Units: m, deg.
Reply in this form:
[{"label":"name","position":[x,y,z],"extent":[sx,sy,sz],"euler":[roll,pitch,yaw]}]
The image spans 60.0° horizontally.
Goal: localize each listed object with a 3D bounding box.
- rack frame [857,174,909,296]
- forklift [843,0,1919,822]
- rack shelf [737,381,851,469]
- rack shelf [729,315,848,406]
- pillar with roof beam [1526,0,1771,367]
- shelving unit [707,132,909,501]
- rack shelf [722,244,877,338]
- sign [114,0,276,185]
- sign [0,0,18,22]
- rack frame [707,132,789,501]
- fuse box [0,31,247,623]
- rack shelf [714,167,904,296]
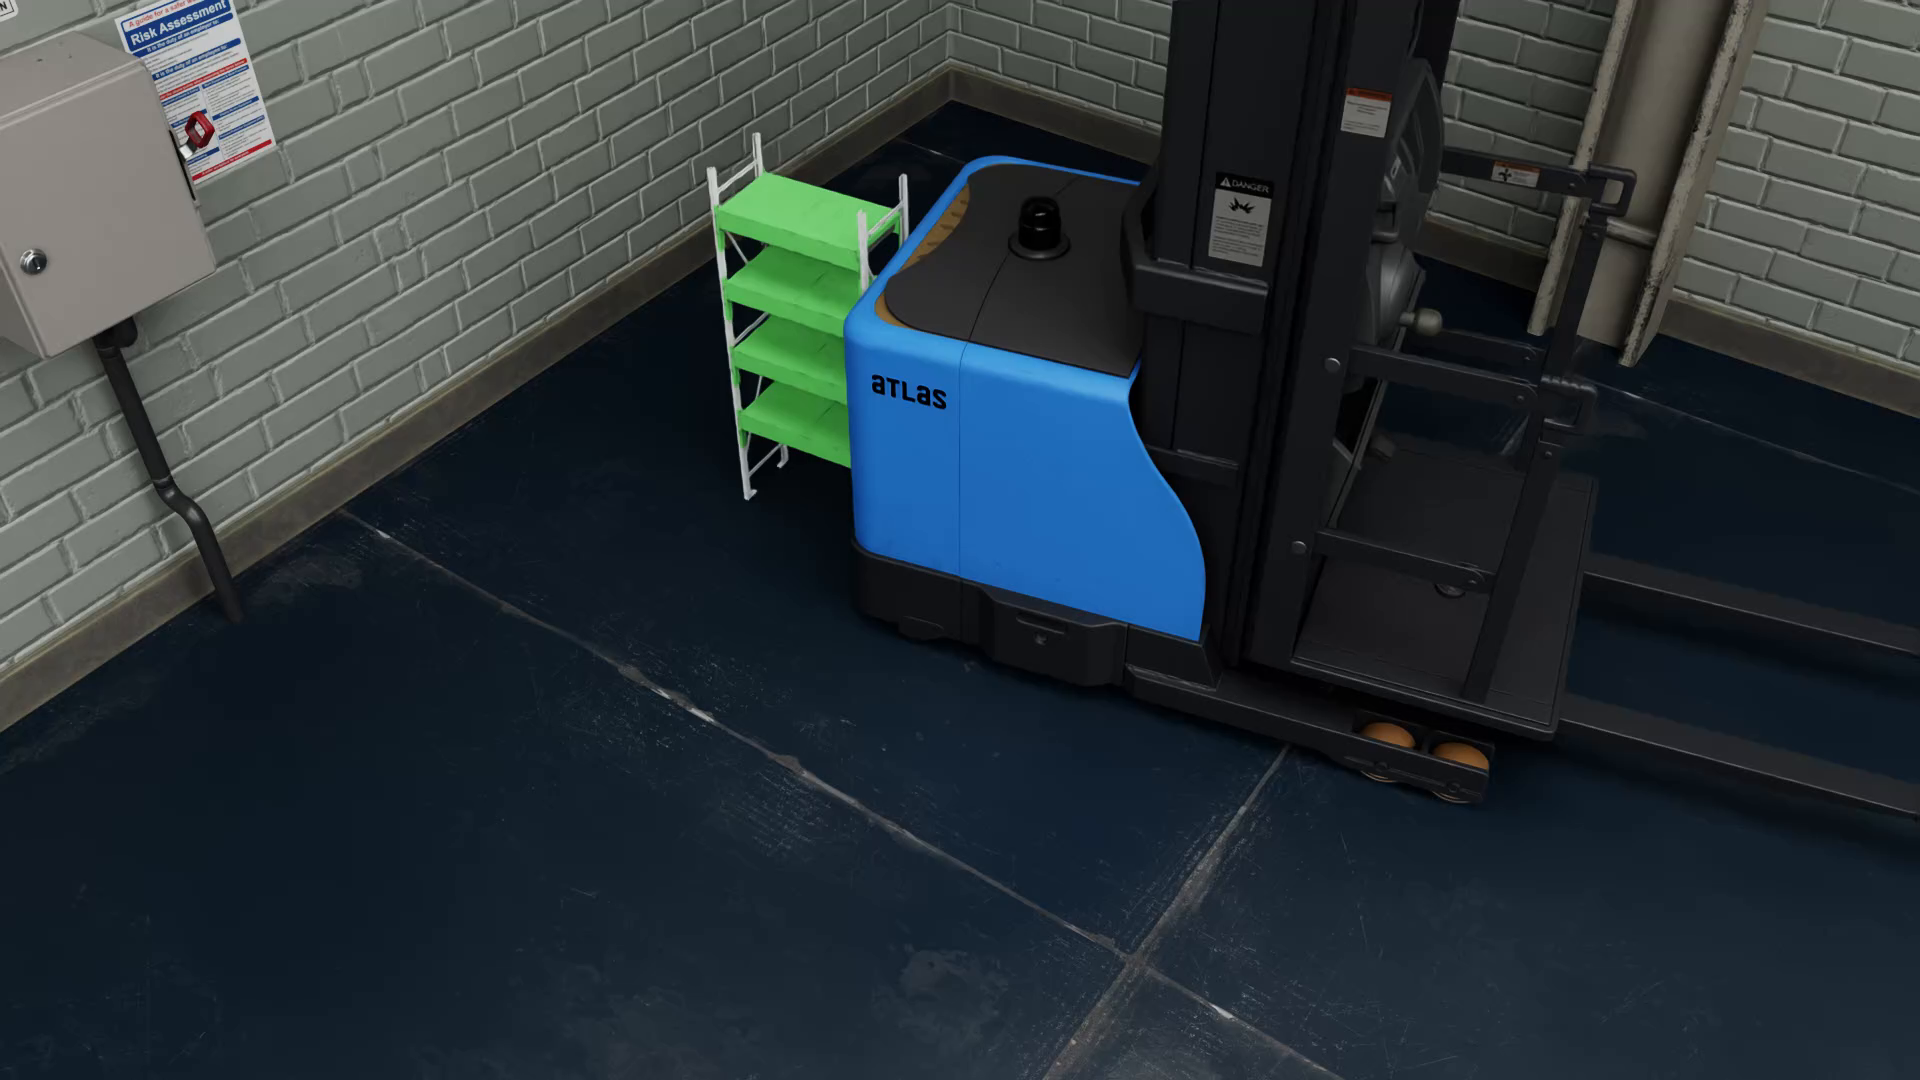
[{"label":"rack frame","position":[-0.209,-0.489,4.897],"extent":[0.015,1.200,0.240],"euler":[20,46,21]},{"label":"forklift","position":[1.251,-0.792,3.937],"extent":[3.031,2.935,1.130],"euler":[15,44,16]},{"label":"rack shelf","position":[-0.422,-0.342,5.188],"extent":[0.480,0.148,0.258],"euler":[20,46,21]},{"label":"rack shelf","position":[-0.422,-0.520,5.028],"extent":[0.480,0.148,0.258],"euler":[20,46,21]},{"label":"pillar with roof beam","position":[-0.145,-1.777,0.488],"extent":[0.400,9.000,9.100],"euler":[25,48,25]},{"label":"shelving unit","position":[-0.422,-0.568,4.985],"extent":[0.503,1.200,0.258],"euler":[20,46,21]},{"label":"rack shelf","position":[-0.422,-0.699,4.868],"extent":[0.480,0.148,0.258],"euler":[20,46,21]},{"label":"sign","position":[-2.020,-1.207,4.420],"extent":[0.001,0.494,0.329],"euler":[25,48,25]},{"label":"sign","position":[-2.336,-1.250,3.778],"extent":[0.001,0.242,0.339],"euler":[25,48,25]},{"label":"rack frame","position":[-0.636,-0.647,5.073],"extent":[0.015,1.200,0.240],"euler":[20,46,21]},{"label":"fuse box","position":[-2.134,-0.413,4.428],"extent":[0.414,1.711,0.539],"euler":[25,48,25]},{"label":"rack shelf","position":[-0.422,-0.878,4.708],"extent":[0.480,0.148,0.258],"euler":[20,46,21]}]
